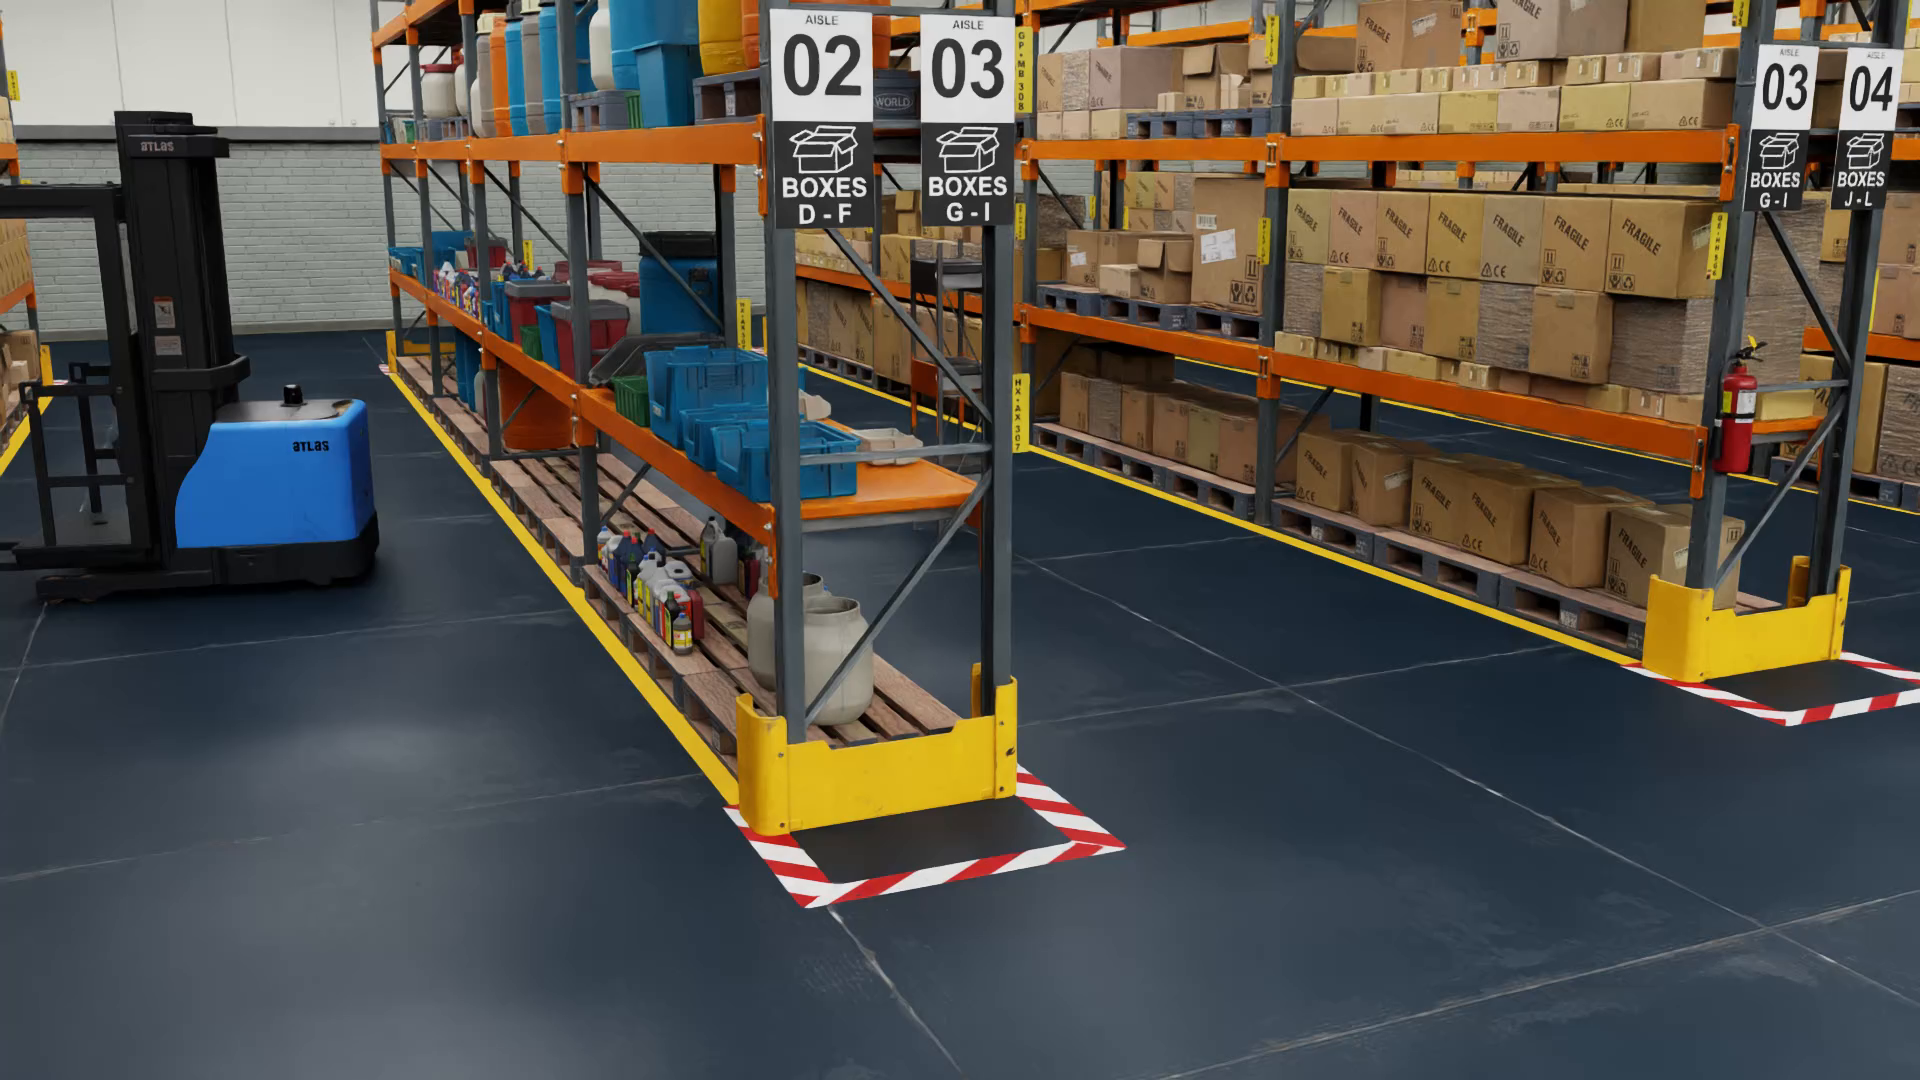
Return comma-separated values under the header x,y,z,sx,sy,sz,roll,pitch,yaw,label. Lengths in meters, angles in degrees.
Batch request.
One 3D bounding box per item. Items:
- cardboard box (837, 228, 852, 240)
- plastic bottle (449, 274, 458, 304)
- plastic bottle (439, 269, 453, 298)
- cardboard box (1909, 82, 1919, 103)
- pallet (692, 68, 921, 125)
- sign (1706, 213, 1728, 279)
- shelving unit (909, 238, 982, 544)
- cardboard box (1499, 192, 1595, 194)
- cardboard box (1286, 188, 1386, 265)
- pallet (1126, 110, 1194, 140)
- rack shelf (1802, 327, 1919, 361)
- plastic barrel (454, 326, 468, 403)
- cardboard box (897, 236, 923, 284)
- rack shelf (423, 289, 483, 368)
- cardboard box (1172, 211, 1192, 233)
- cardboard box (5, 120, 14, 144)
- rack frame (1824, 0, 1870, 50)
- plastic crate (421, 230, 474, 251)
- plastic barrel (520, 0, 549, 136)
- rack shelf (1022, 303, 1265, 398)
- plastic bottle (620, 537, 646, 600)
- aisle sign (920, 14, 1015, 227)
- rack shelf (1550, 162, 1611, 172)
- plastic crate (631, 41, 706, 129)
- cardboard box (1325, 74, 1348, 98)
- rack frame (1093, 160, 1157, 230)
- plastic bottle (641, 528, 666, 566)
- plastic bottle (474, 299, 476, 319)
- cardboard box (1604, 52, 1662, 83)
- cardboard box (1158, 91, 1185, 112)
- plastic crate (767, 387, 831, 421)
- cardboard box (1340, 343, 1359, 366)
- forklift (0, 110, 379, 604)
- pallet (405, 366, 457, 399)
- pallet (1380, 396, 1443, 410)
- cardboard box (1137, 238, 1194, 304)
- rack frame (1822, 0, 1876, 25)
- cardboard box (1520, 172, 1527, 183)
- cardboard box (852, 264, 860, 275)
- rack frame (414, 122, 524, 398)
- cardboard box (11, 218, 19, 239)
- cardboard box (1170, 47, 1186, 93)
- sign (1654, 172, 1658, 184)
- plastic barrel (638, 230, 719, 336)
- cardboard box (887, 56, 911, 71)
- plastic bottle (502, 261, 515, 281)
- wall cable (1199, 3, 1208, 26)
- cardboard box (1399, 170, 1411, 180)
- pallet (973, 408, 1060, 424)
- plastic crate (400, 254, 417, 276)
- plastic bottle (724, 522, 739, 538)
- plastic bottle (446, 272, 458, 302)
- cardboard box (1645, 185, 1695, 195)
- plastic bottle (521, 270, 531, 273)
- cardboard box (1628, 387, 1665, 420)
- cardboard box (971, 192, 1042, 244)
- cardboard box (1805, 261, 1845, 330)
x,y,z,sx,sy,sz,roll,pitch,yaw,label
-1.161,-3.877,19.980,0.500,0.500,0.500,-5,14,-22,cardboard box
-4.773,-2.388,15.812,0.152,0.276,0.135,-6,14,-23,plastic bottle
-5.090,-2.552,16.519,0.152,0.276,0.135,-6,14,-23,plastic bottle
7.394,-3.369,12.527,0.380,0.149,0.250,-6,14,-24,cardboard box
-0.508,-1.888,7.141,1.003,0.211,1.213,-6,14,-23,pallet
3.756,-1.458,8.249,0.100,0.325,0.005,-6,14,-23,sign
-0.066,-1.057,11.781,0.431,2.100,0.503,-6,14,-23,shelving unit
3.700,-1.915,10.393,0.500,0.500,0.500,-6,14,-23,cardboard box
2.617,-2.177,11.526,0.500,0.500,0.500,-6,14,-23,cardboard box
2.102,-3.334,13.385,1.213,0.211,1.003,-6,14,-23,pallet
8.056,-1.276,12.326,1.077,0.370,4.000,-6,14,-23,rack shelf
-4.871,-1.886,17.090,0.600,0.901,0.708,-6,14,-23,plastic barrel
-0.377,-3.093,18.358,0.500,0.500,0.500,-6,14,-23,cardboard box
-4.272,-2.054,15.689,1.077,0.370,4.000,-6,14,-23,rack shelf
3.193,-4.171,22.357,0.500,0.500,0.500,-6,14,-23,cardboard box
-10.768,-4.504,18.357,0.500,0.250,0.500,-6,14,-23,cardboard box
13.092,-7.532,24.457,1.000,3.000,0.127,-6,14,-23,rack frame
-6.370,-3.639,20.727,0.616,0.435,0.499,-6,14,-23,plastic crate
-2.533,-3.091,10.810,0.600,0.901,0.600,0,13,0,plastic barrel
1.869,-1.675,14.051,1.077,0.370,4.000,-6,14,-23,rack shelf
-1.850,0.154,9.450,0.144,0.351,0.185,-6,14,-25,plastic bottle
0.031,-1.617,6.438,0.394,0.787,0.004,-6,14,-23,aisle sign
9.347,-4.858,21.151,1.077,0.370,4.000,-6,14,-23,rack shelf
-1.306,-2.159,7.929,0.392,0.384,0.575,-6,14,-23,plastic crate
2.687,-3.051,11.197,0.380,0.149,0.250,-6,14,-26,cardboard box
2.448,-4.519,24.742,1.000,3.000,0.127,-6,14,-23,rack frame
-1.793,0.102,9.675,0.144,0.351,0.185,-6,14,-23,plastic bottle
-4.146,-2.013,14.356,0.097,0.201,0.097,0,13,0,plastic bottle
3.668,-2.509,8.853,0.380,0.149,0.250,-6,14,-25,cardboard box
1.827,-3.543,13.460,0.380,0.166,0.250,-6,14,-25,cardboard box
-0.986,-0.724,8.931,0.530,0.136,0.437,-6,14,-23,plastic crate
2.803,-1.266,11.244,0.380,0.149,0.250,-6,14,-23,cardboard box
-5.386,-1.167,10.410,3.031,2.935,1.130,-3,13,-12,forklift
-5.896,-1.860,19.439,1.003,0.211,1.213,-6,14,-23,pallet
5.341,-1.669,18.613,1.003,0.211,1.213,-6,14,-23,pallet
1.891,-2.217,13.637,0.797,0.503,0.637,-4,14,-17,cardboard box
10.148,-6.257,18.946,1.000,3.000,0.127,-6,14,-23,rack frame
8.124,-5.111,23.425,0.380,0.149,0.250,-5,14,-22,cardboard box
-1.061,-3.230,19.729,0.380,0.149,0.250,-5,14,-22,cardboard box
-5.073,-2.818,17.393,1.000,3.000,0.127,-6,14,-23,rack frame
-10.370,-3.455,17.708,0.500,0.500,0.500,-5,14,-21,cardboard box
1.887,-3.908,14.120,0.500,0.500,0.500,-5,14,-22,cardboard box
12.006,-6.200,28.737,0.100,0.325,0.005,-6,14,-23,sign
-1.746,-1.517,10.658,0.600,0.901,0.708,-6,14,-23,plastic barrel
-0.906,-5.589,19.675,0.500,0.250,0.500,-7,15,-27,cardboard box
-4.463,-2.582,16.485,0.144,0.351,0.185,-6,14,-23,plastic bottle
4.406,-9.059,31.055,0.463,3.000,0.029,-6,14,-23,wall cable
7.001,-5.629,25.659,0.380,0.149,0.250,-5,14,-21,cardboard box
0.821,-1.250,16.803,1.003,0.211,1.213,-6,14,-23,pallet
-6.230,-3.177,19.184,0.416,0.233,0.300,-6,14,-23,plastic crate
-1.346,0.018,10.038,0.144,0.351,0.185,-6,14,-24,plastic bottle
-4.866,-2.436,16.019,0.152,0.276,0.135,-6,14,-23,plastic bottle
9.099,-4.267,21.213,0.500,0.500,0.500,-6,14,-24,cardboard box
-4.271,-2.526,16.405,0.152,0.276,0.135,-6,14,-23,plastic bottle
3.869,-0.756,9.040,0.380,0.149,0.250,-6,14,-23,cardboard box
0.531,-3.264,16.873,0.797,0.503,0.637,-5,14,-22,cardboard box
7.414,-2.038,13.689,0.875,0.550,0.550,-6,14,-23,cardboard box
